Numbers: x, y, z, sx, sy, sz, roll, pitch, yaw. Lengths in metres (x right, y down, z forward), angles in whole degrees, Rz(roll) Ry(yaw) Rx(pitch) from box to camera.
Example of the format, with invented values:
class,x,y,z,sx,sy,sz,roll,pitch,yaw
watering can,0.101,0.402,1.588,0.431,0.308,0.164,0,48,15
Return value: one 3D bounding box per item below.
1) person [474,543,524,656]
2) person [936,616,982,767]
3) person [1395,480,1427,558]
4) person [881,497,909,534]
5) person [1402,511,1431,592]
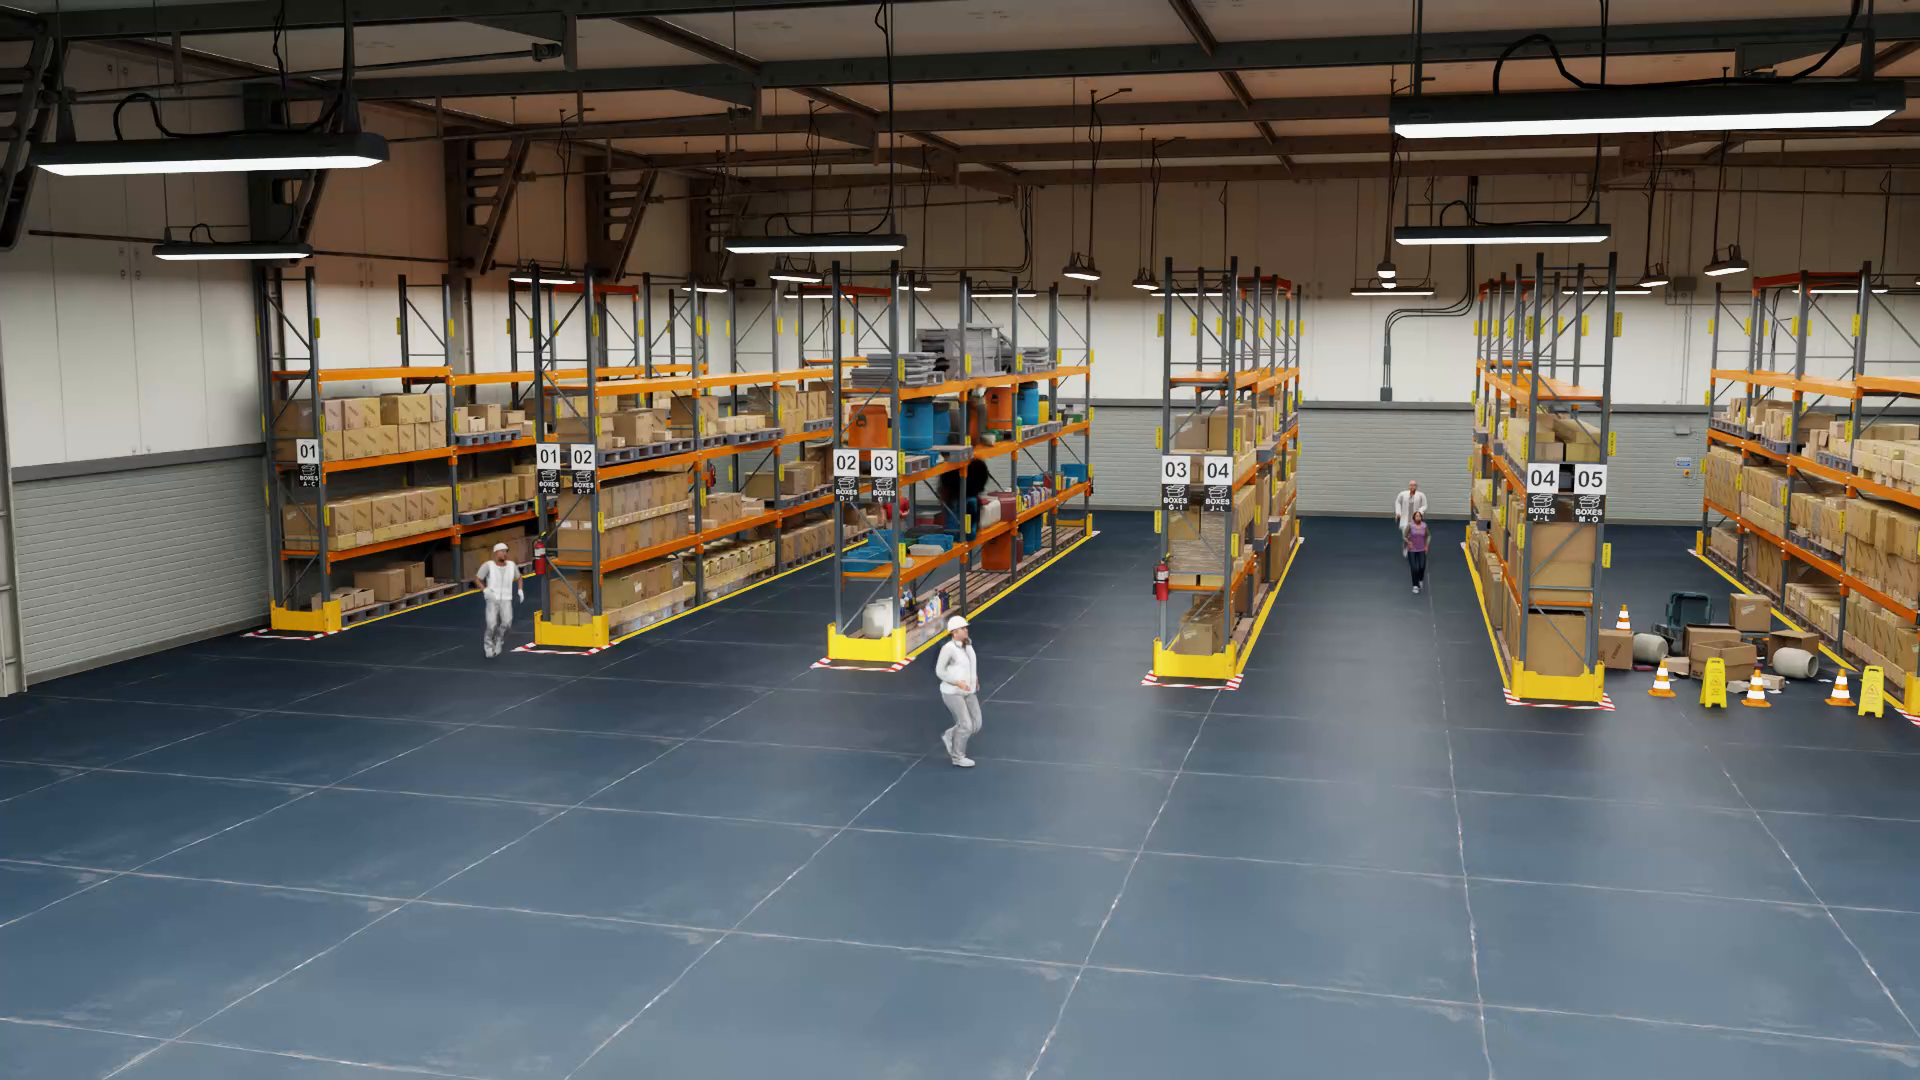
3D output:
class,x,y,z,sx,sy,sz,roll,pitch,yaw
person,-7.019,0.917,25.443,0.762,1.732,0.534,-4,8,-30
person,-0.001,1.734,19.091,0.587,1.729,0.680,5,9,36
person,9.764,-0.433,36.028,0.688,1.733,0.741,2,8,18
person,-1.349,-0.294,35.006,0.672,1.700,0.933,0,7,3
person,8.672,0.223,31.583,0.538,1.564,0.536,1,7,11
